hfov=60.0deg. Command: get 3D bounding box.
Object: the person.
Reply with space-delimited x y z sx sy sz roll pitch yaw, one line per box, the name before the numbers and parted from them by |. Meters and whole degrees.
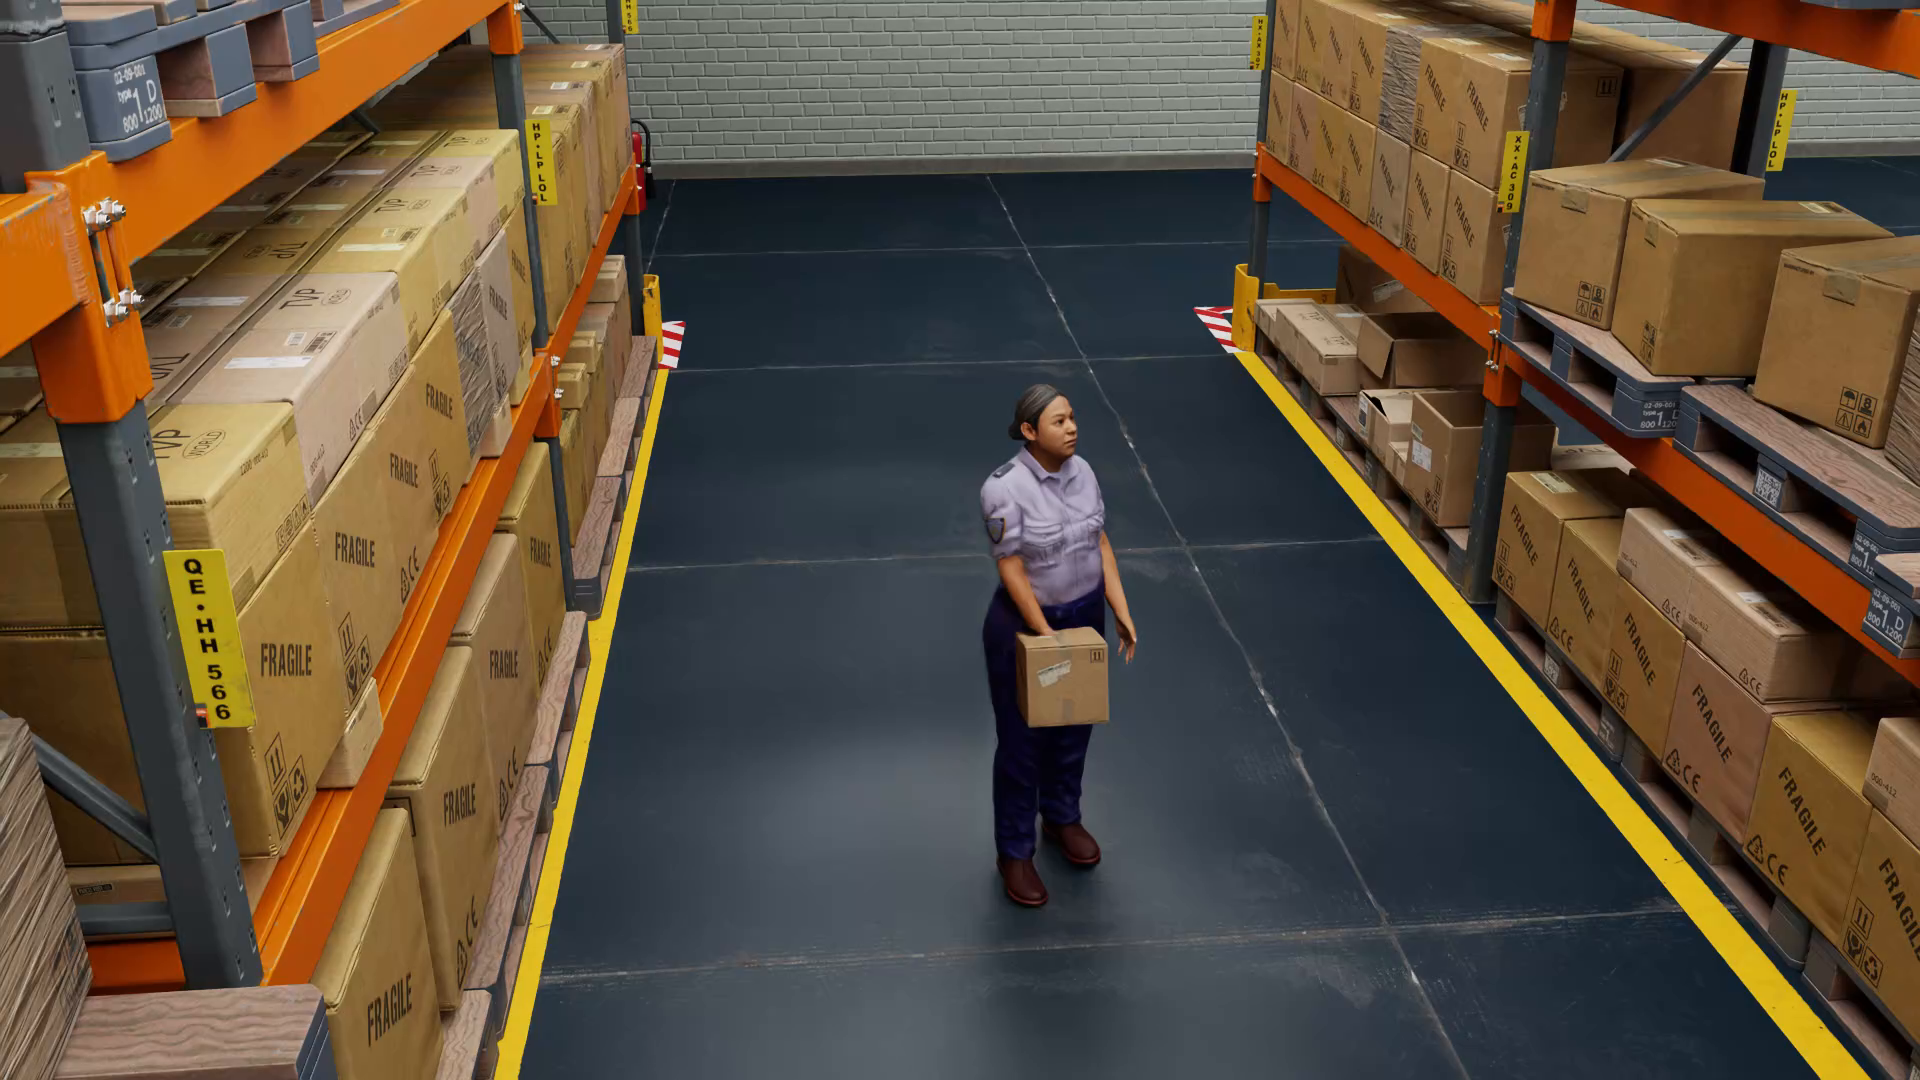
person | 0.297 0.324 5.375 0.551 1.654 0.456 -20 31 -38
